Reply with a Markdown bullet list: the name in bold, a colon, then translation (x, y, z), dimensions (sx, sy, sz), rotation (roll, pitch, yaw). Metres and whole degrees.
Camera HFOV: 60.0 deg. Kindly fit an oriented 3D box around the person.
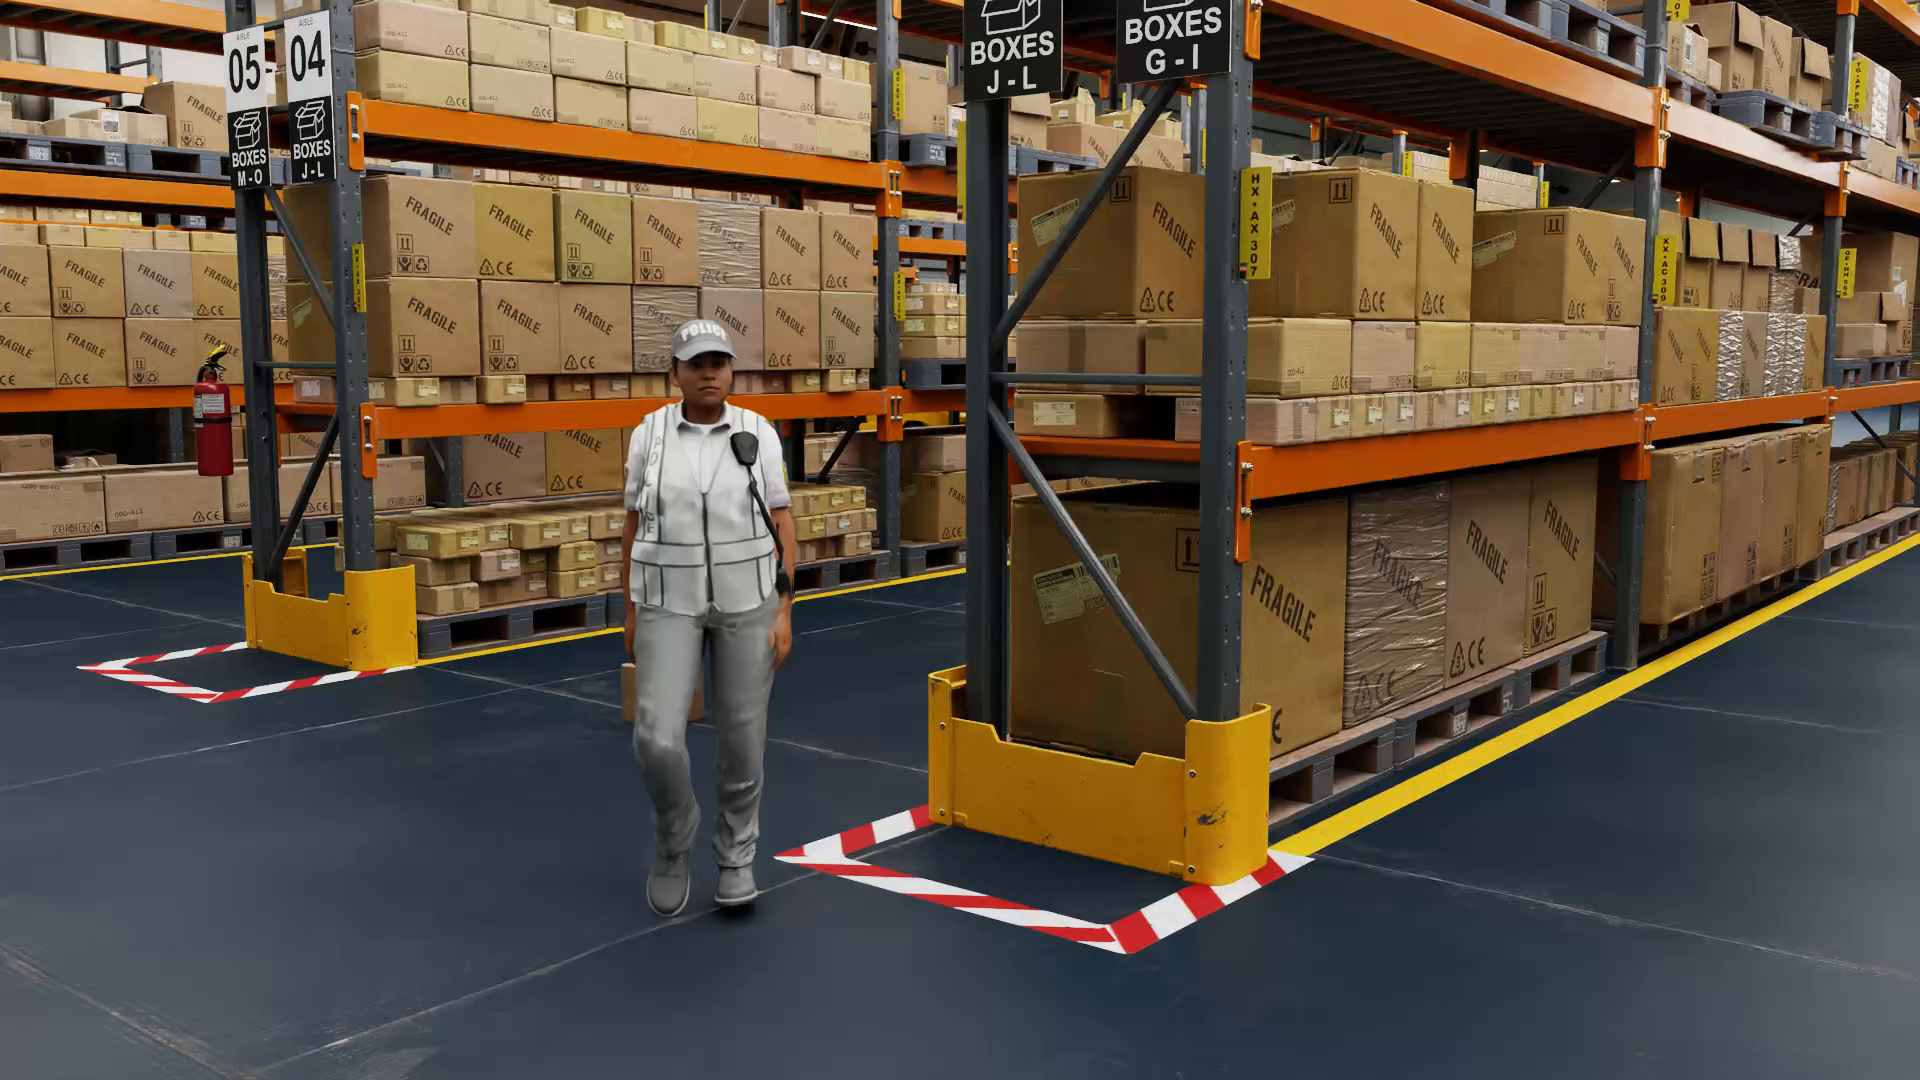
- **person**: translation (-0.696, 0.231, 4.673), dimensions (0.485, 1.690, 0.468), rotation (-1, 7, -12)
